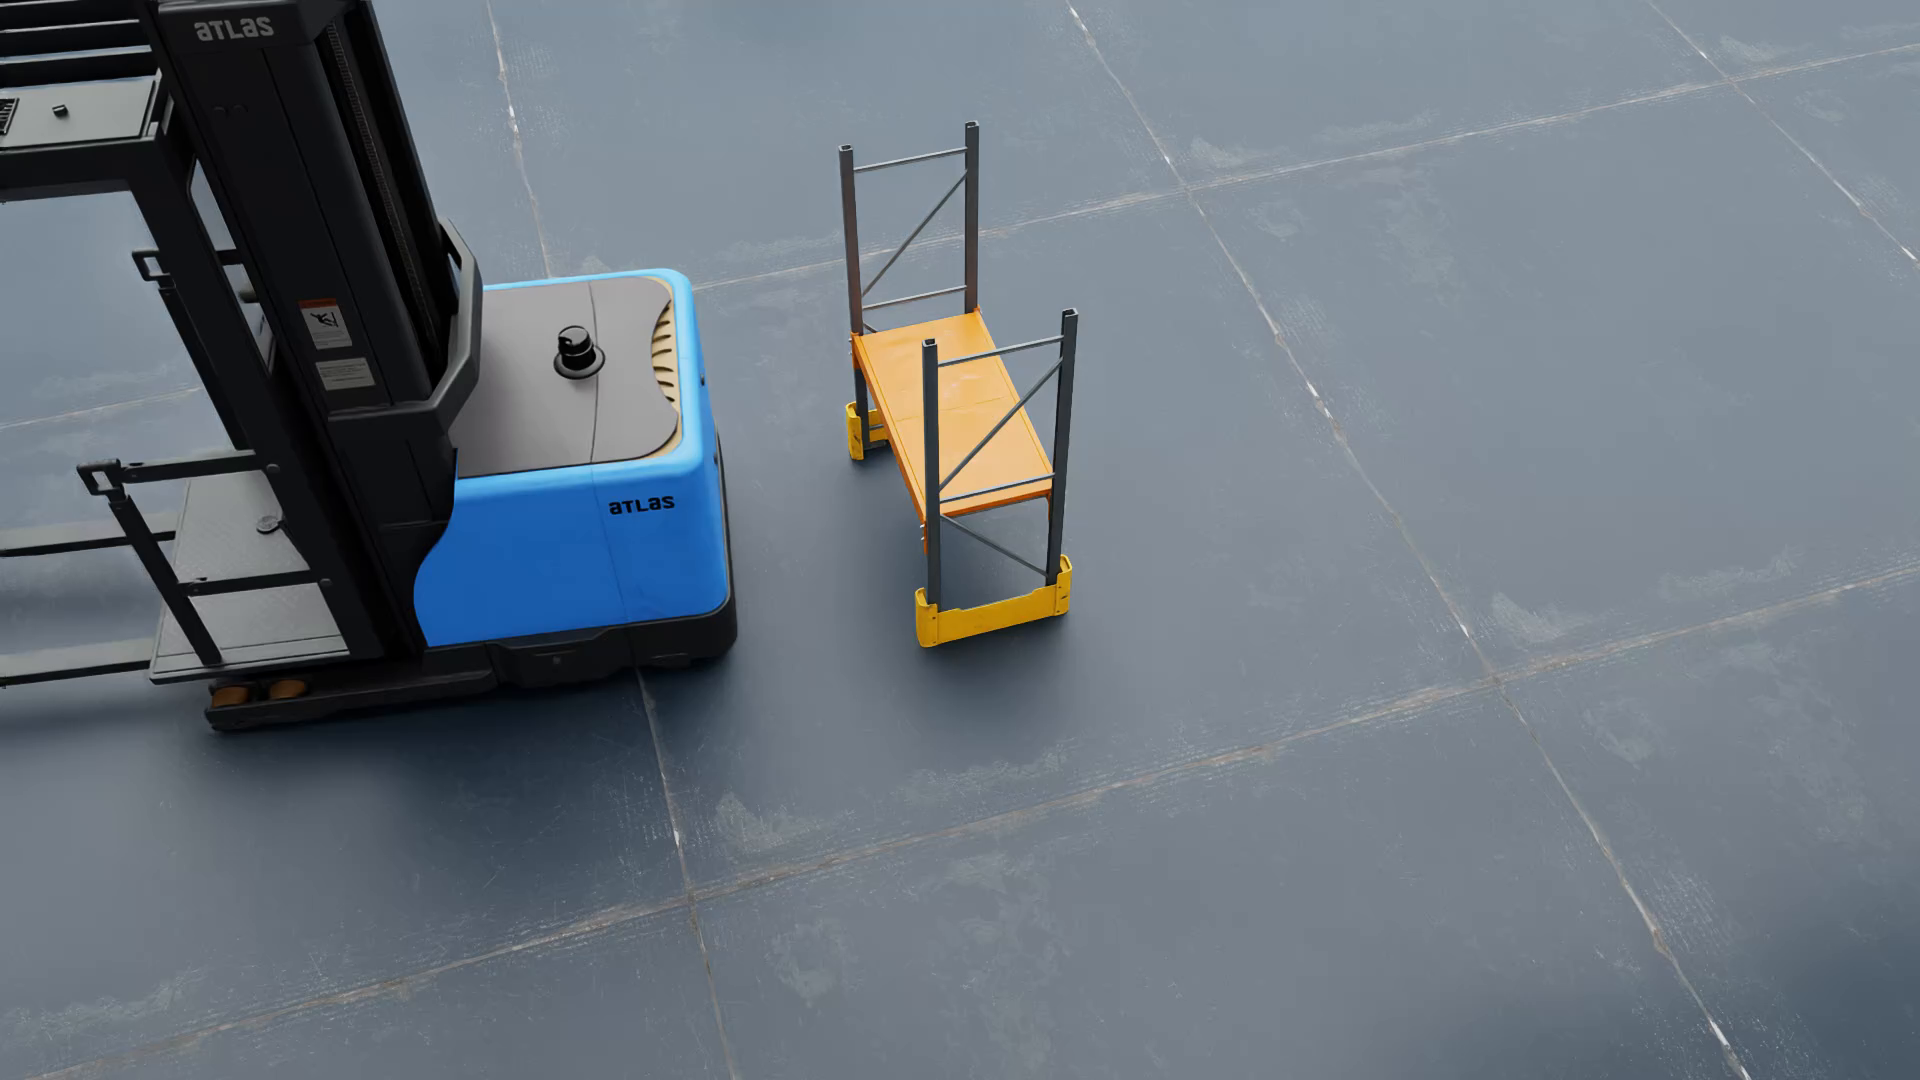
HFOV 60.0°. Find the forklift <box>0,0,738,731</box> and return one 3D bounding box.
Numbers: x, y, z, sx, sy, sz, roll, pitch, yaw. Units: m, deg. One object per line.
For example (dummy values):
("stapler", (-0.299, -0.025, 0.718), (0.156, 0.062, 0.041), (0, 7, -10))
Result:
("forklift", (-2.385, -0.704, 5.216), (3.031, 2.935, 1.130), (-7, 50, -6))

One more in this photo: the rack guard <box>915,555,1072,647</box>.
("rack guard", (0.125, 0.227, 6.184), (0.587, 0.250, 0.087), (-13, 51, -11))

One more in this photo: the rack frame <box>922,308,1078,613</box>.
("rack frame", (0.125, -0.174, 5.706), (0.500, 1.500, 0.032), (-13, 51, -11))

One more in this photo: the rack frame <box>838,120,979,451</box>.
("rack frame", (-0.176, -0.917, 6.332), (0.500, 1.500, 0.032), (-13, 51, -11))

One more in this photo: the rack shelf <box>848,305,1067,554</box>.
("rack shelf", (-0.025, -0.430, 6.156), (0.538, 0.185, 1.000), (-13, 51, -11))

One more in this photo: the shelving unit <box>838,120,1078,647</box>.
("shelving unit", (-0.023, -0.539, 6.013), (0.587, 1.500, 1.083), (-13, 51, -11))

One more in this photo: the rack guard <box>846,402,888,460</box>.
("rack guard", (-0.170, -0.500, 6.798), (0.587, 0.250, 0.087), (-13, 51, -11))
